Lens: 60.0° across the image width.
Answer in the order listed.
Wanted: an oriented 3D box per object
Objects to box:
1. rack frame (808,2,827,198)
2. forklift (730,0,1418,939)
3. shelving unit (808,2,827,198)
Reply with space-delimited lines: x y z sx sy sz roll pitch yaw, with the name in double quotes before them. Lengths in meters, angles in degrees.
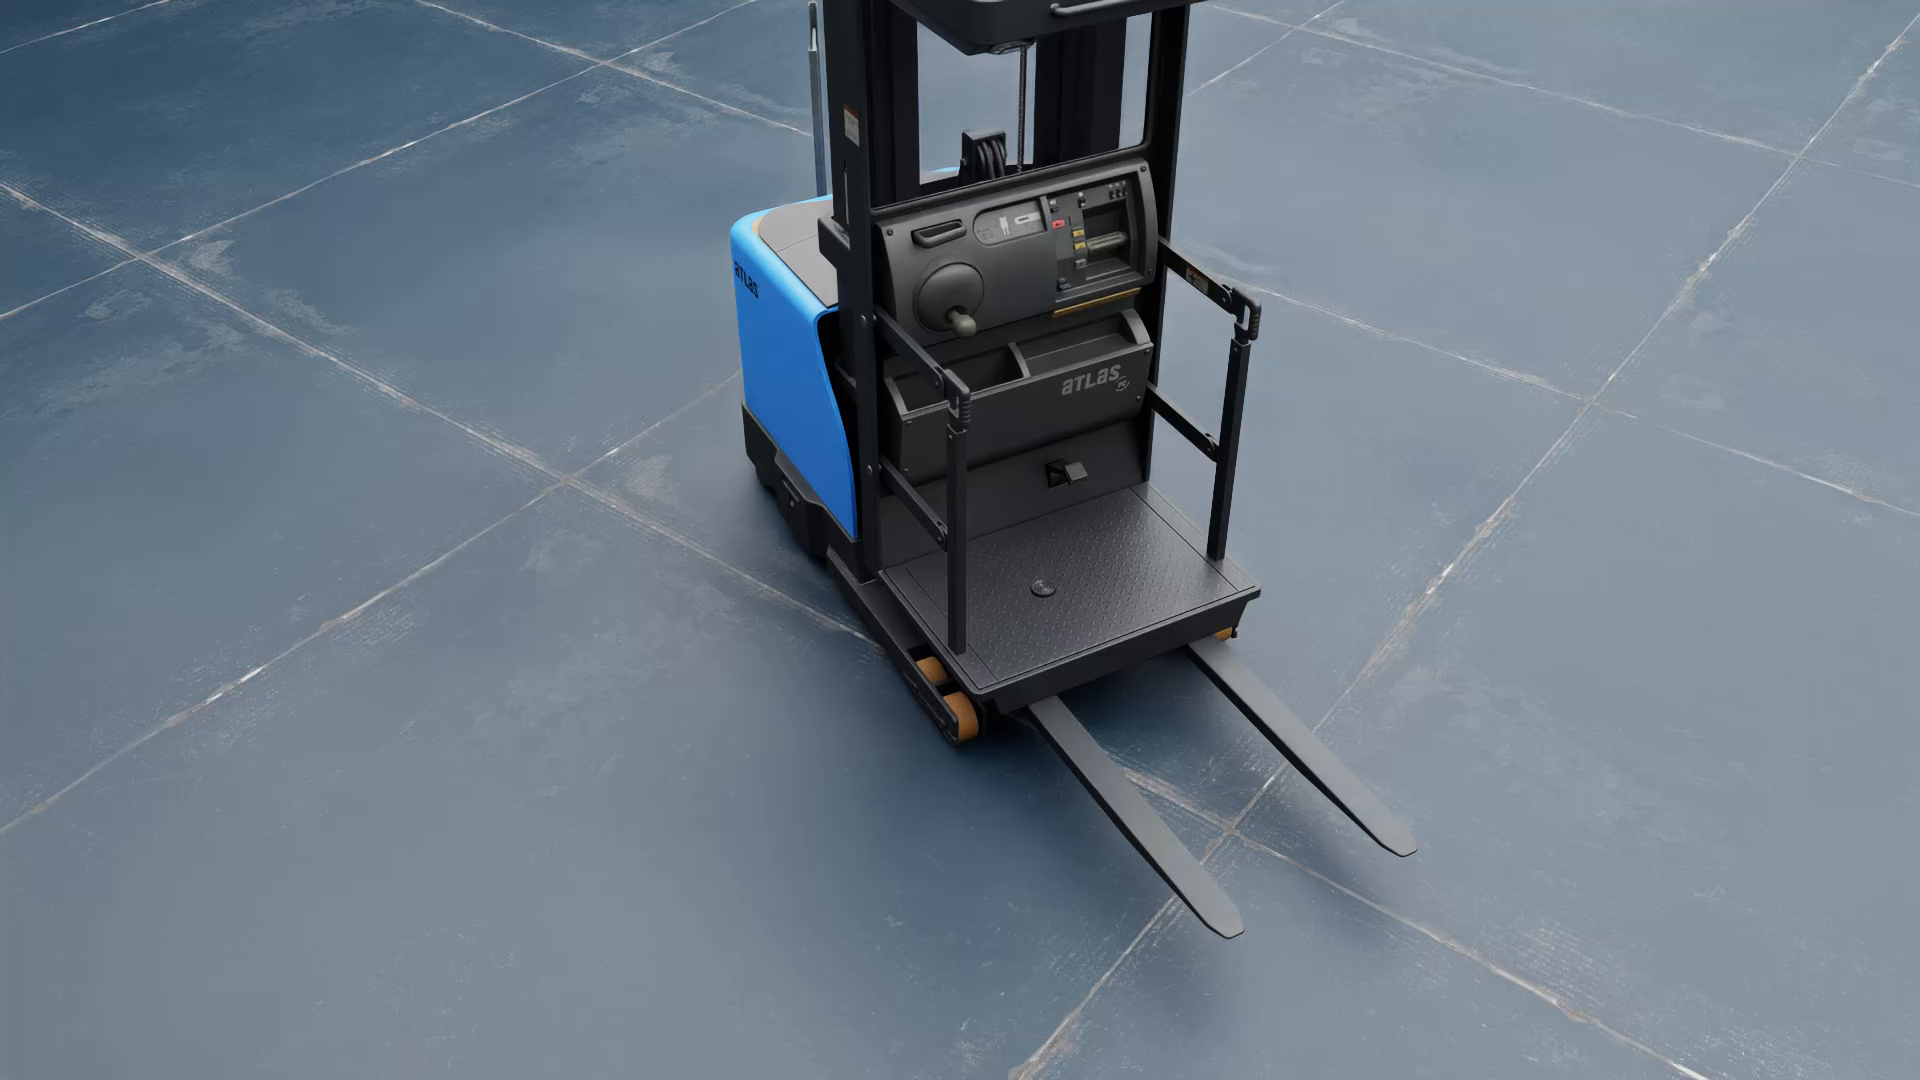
"rack frame" -0.559 -1.363 6.774 0.032 1.500 0.500 -3 38 -3
"forklift" 0.298 -0.815 4.914 1.130 2.935 3.031 -18 42 -22
"shelving unit" -0.052 -1.385 6.802 1.048 1.500 0.500 -3 38 -3
